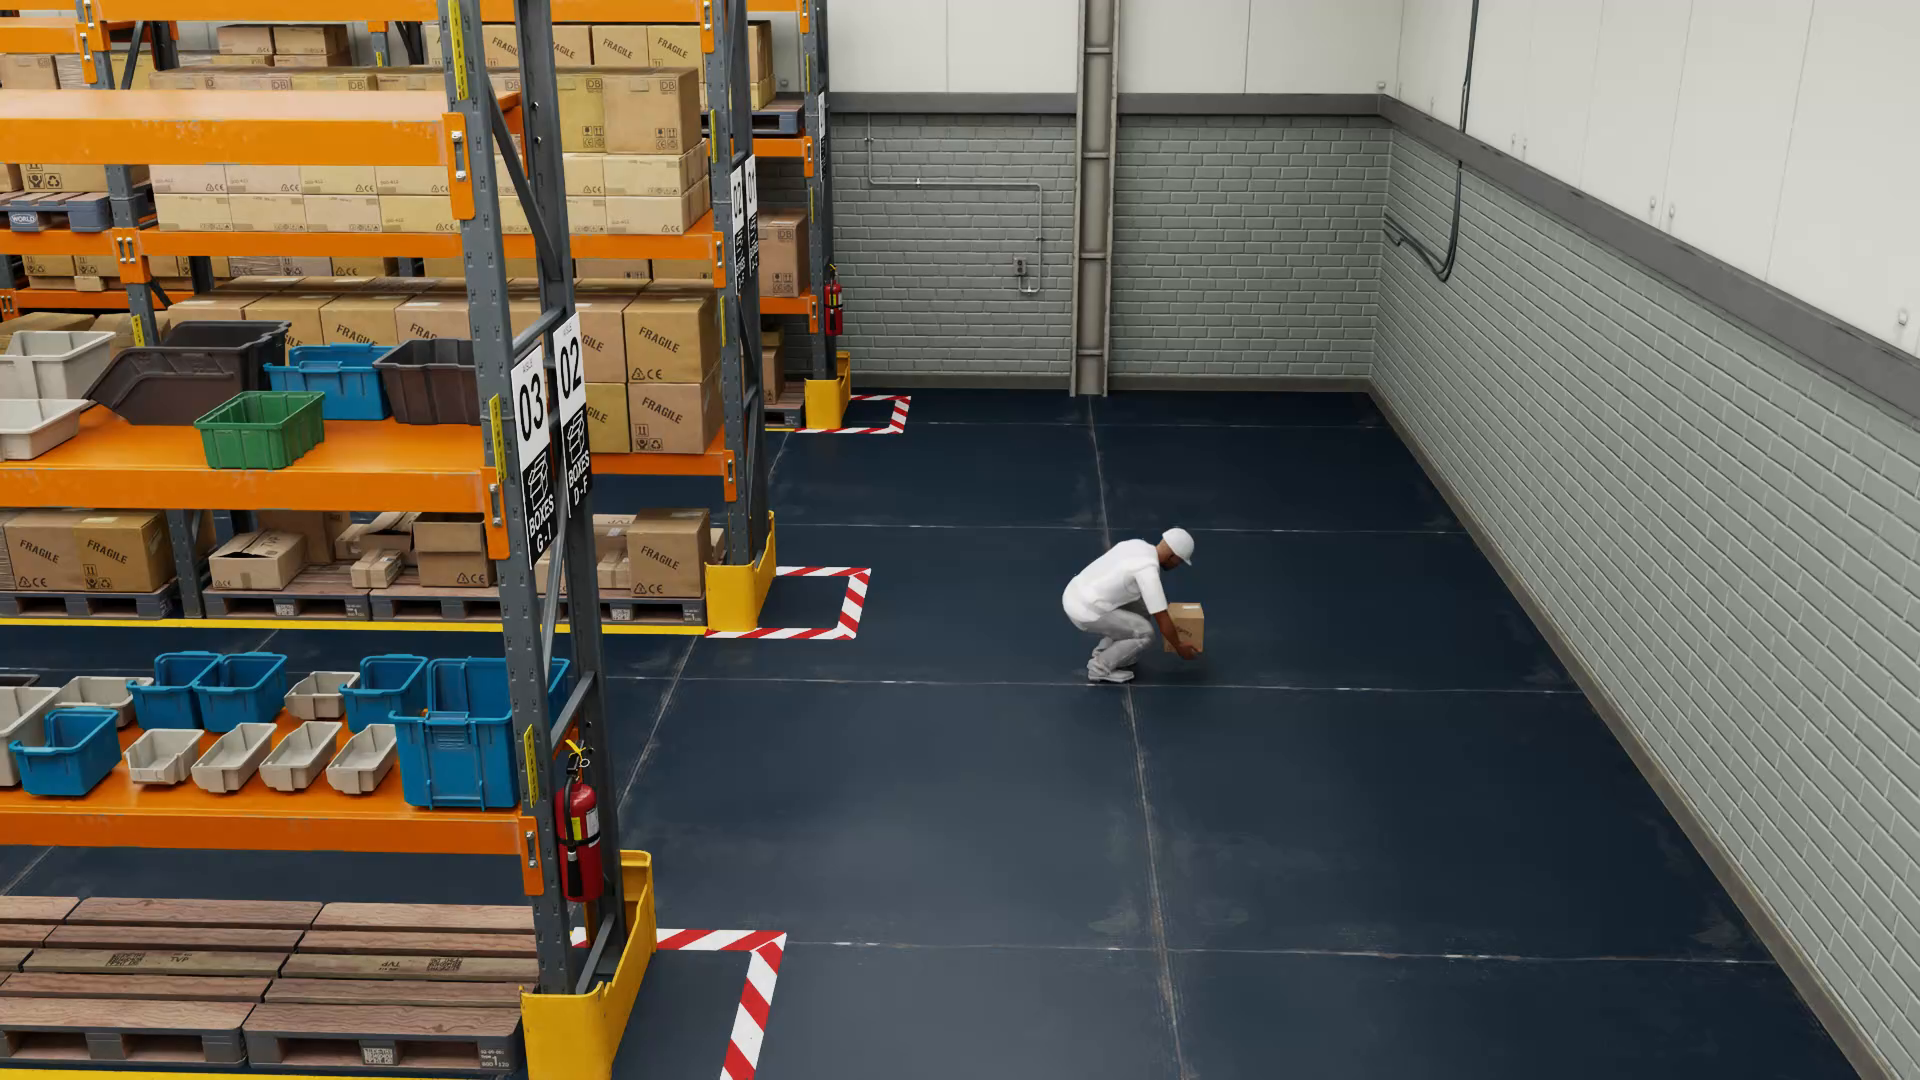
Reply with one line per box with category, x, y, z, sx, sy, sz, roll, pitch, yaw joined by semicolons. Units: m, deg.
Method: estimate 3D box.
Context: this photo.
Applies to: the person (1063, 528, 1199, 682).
person;1.134;0.404;11.059;0.900;1.008;0.583;1;21;2
